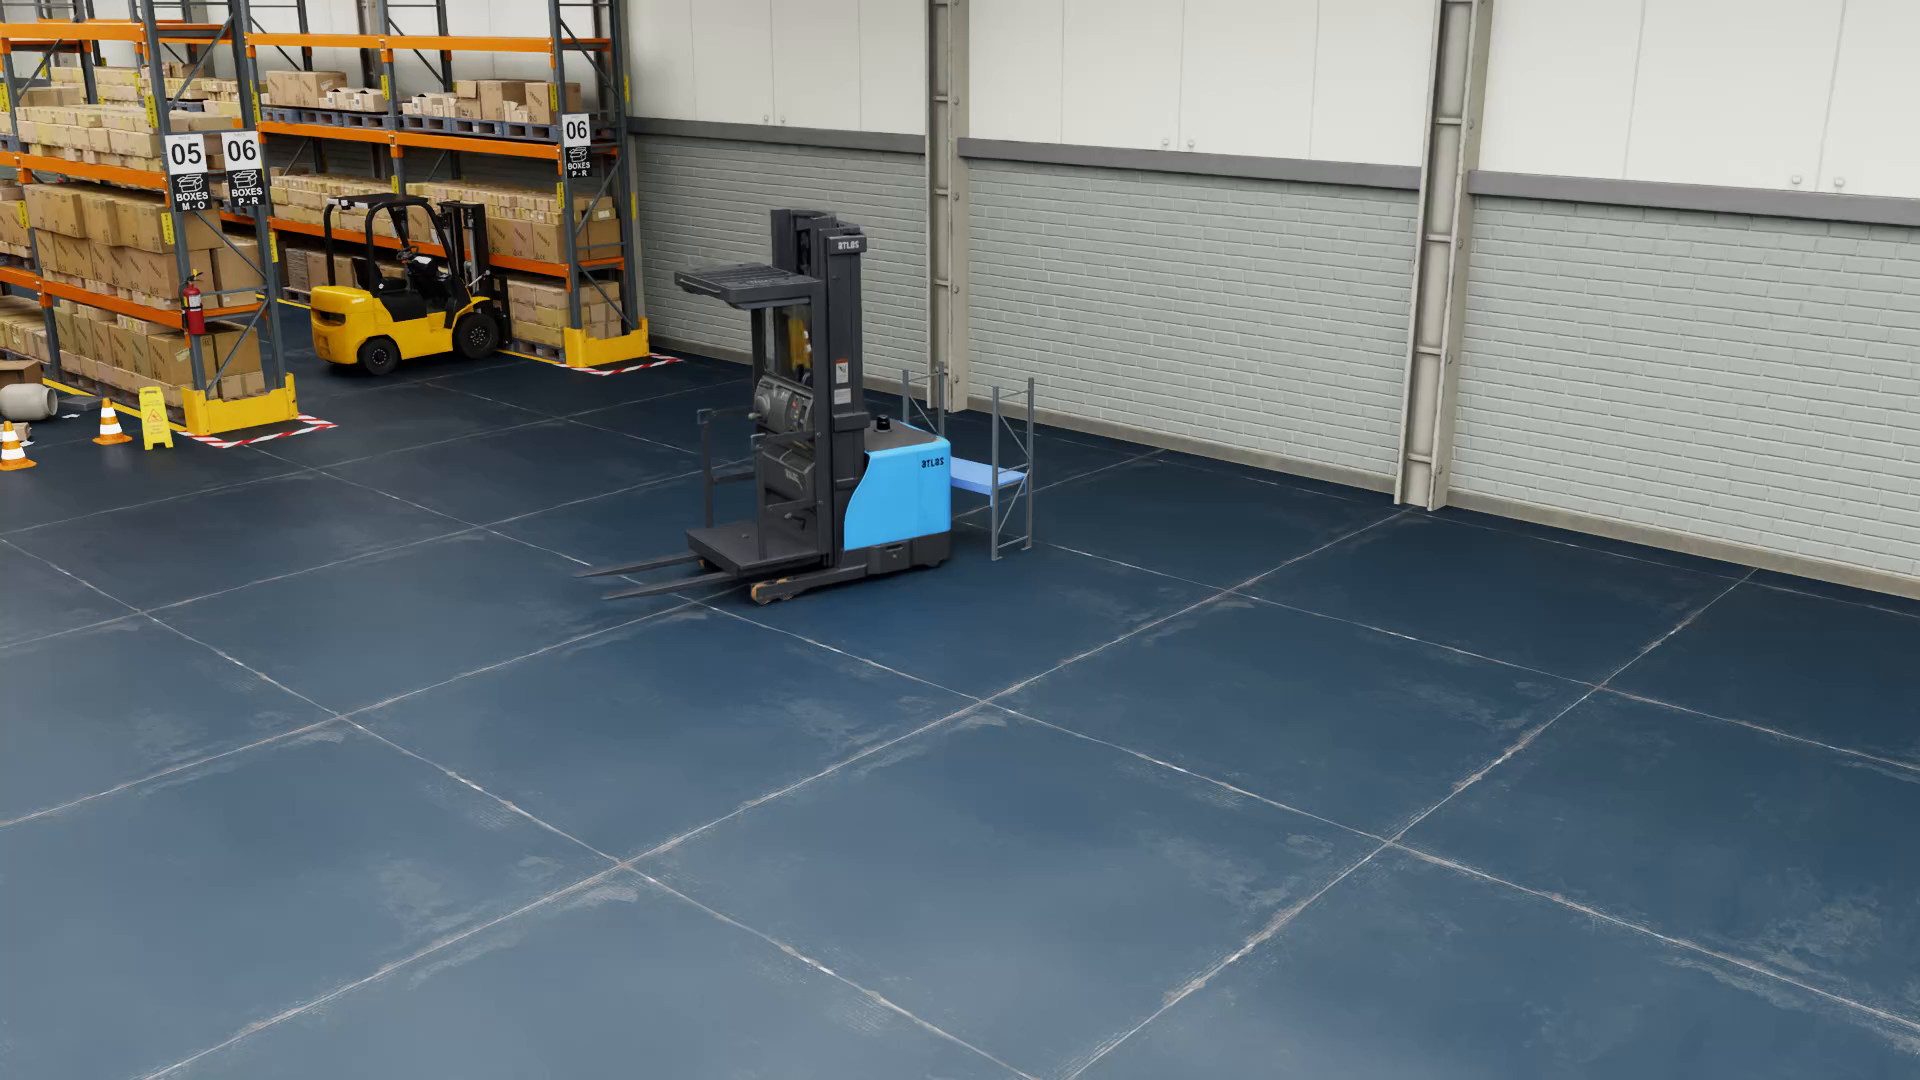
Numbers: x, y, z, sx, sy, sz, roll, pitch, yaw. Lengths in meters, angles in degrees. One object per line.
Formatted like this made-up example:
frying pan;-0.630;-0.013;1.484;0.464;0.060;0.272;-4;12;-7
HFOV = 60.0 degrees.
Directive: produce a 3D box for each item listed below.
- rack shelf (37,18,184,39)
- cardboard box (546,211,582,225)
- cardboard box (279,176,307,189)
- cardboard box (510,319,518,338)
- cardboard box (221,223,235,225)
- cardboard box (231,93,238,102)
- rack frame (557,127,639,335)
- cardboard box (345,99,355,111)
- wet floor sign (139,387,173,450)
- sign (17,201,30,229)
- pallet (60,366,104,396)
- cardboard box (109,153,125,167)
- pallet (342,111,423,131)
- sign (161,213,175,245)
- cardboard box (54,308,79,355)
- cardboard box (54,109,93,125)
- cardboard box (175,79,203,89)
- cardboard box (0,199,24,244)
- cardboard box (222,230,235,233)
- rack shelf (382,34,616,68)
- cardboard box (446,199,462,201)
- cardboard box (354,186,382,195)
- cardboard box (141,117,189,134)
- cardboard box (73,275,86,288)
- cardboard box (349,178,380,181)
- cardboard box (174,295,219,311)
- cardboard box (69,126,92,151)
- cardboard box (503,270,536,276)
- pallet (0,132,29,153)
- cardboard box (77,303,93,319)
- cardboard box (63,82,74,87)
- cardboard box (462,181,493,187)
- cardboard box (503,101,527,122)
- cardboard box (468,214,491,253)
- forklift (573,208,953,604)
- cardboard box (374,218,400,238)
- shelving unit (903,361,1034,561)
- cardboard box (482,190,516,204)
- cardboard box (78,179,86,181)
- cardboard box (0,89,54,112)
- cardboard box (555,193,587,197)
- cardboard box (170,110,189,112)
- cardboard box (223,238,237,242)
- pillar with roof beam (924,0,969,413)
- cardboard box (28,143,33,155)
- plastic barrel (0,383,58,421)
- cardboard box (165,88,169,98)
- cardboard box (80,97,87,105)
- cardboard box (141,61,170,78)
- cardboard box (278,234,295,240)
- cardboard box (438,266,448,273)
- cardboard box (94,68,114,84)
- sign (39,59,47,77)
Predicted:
rack shelf;-15.179;-9.164;29.806;4.000;0.370;1.077;15;23;39
cardboard box;-5.153;-4.201;21.653;0.250;0.149;0.380;15;23;40
cardboard box;-10.448;-5.617;26.115;0.250;0.149;0.380;16;23;40
cardboard box;-6.003;-2.955;22.815;0.500;0.250;0.500;15;23;40
cardboard box;-13.016;-5.505;29.365;0.250;0.149;0.380;15;23;39
cardboard box;-11.477;-7.124;26.732;0.250;0.149;0.380;16;23;40
rack frame;-4.708;-3.838;21.747;0.127;3.000;1.000;15;23;39
cardboard box;-8.724;-6.351;24.262;0.250;0.149;0.380;15;23;39
wet floor sign;-8.568;-1.312;17.679;0.267;0.644;0.232;-9;20;-27
sign;-11.357;-3.943;20.163;0.005;0.325;0.100;15;23;39
pallet;-10.466;-2.061;20.758;1.213;0.211;1.003;15;23;39
cardboard box;-9.199;-4.241;18.474;0.250;0.149;0.380;15;23;39
pallet;-8.368;-6.154;24.401;1.217;0.209;0.805;14;22;37
sign;-8.383;-3.295;17.600;0.005;0.325;0.100;15;23;39
cardboard box;-10.729;-2.585;20.409;0.500;0.500;0.500;16;24;42
cardboard box;-10.169;-4.873;19.145;0.250;0.149;0.380;14;22;37
cardboard box;-12.741;-7.545;27.531;0.250;0.149;0.380;15;23;40
cardboard box;-11.861;-4.047;21.054;0.500;0.500;0.500;15;23;40
cardboard box;-12.573;-5.185;28.357;0.250;0.149;0.380;16;24;41
rack shelf;-6.204;-6.566;22.274;4.000;0.370;1.077;15;23;39
cardboard box;-6.897;-4.658;23.091;0.250;0.149;0.380;15;23;39
cardboard box;-8.740;-5.148;24.636;0.250;0.149;0.380;14;22;38
cardboard box;-8.449;-4.405;17.673;0.250;0.149;0.380;15;23;40
cardboard box;-10.365;-3.119;19.896;0.250;0.149;0.380;16;24;41
cardboard box;-9.275;-5.554;25.915;0.250;0.149;0.380;15;23;38
cardboard box;-8.421;-2.621;18.328;0.250;0.149;0.380;16;24;41
cardboard box;-9.707;-4.561;18.823;0.500;0.250;0.500;15;23;40
cardboard box;-6.063;-3.650;23.353;0.500;0.250;0.500;14;23;38
pallet;-11.382;-5.006;20.777;1.003;0.211;1.213;15;23;39
cardboard box;-10.290;-2.753;19.866;0.250;0.149;0.380;16;24;41
cardboard box;-16.130;-8.302;30.611;0.500;0.250;0.500;16;23;40
cardboard box;-6.893;-5.034;23.786;0.250;0.149;0.380;15;23;39
cardboard box;-5.719;-5.600;21.703;0.258;0.266;0.396;15;23;39
cardboard box;-6.399;-4.233;22.825;0.500;0.500;0.500;15;23;40
forklift;-1.579;-1.074;13.152;3.031;2.935;1.130;-11;21;-31
cardboard box;-8.250;-4.612;24.432;0.500;0.250;0.500;16;23;40
shelving unit;0.064;-0.698;14.331;1.048;1.500;0.538;15;23;39
cardboard box;-6.267;-4.668;22.631;0.250;0.149;0.380;15;23;40
cardboard box;-16.390;-6.762;31.376;0.250;0.149;0.380;16;23;41
cardboard box;-11.509;-5.402;20.442;0.500;0.250;0.500;16;23;40
cardboard box;-5.197;-4.562;22.300;0.250;0.149;0.380;16;23;40
cardboard box;-9.003;-4.799;18.914;0.250;0.149;0.380;16;24;41
cardboard box;-8.559;-3.165;18.968;0.500;0.500;0.500;16;24;41
pillar with roof beam;-3.000;-4.863;15.057;0.400;9.000;9.100;15;23;39
cardboard box;-10.920;-4.708;19.945;0.250;0.149;0.380;15;23;38
plastic barrel;-10.549;-1.559;18.823;0.512;0.421;0.421;-3;18;-8
cardboard box;-13.166;-7.497;27.872;0.250;0.149;0.380;15;23;40
cardboard box;-15.878;-8.018;30.373;0.250;0.149;0.380;15;23;39
cardboard box;-13.689;-8.005;28.297;0.258;0.266;0.396;15;23;39
cardboard box;-11.294;-5.029;27.864;0.250;0.149;0.380;15;23;40
cardboard box;-7.170;-3.734;23.618;0.500;0.250;0.500;15;23;39
cardboard box;-15.369;-8.339;29.899;0.500;0.250;0.500;16;24;41
sign;-17.035;-8.774;30.896;0.005;0.325;0.100;15;23;39
